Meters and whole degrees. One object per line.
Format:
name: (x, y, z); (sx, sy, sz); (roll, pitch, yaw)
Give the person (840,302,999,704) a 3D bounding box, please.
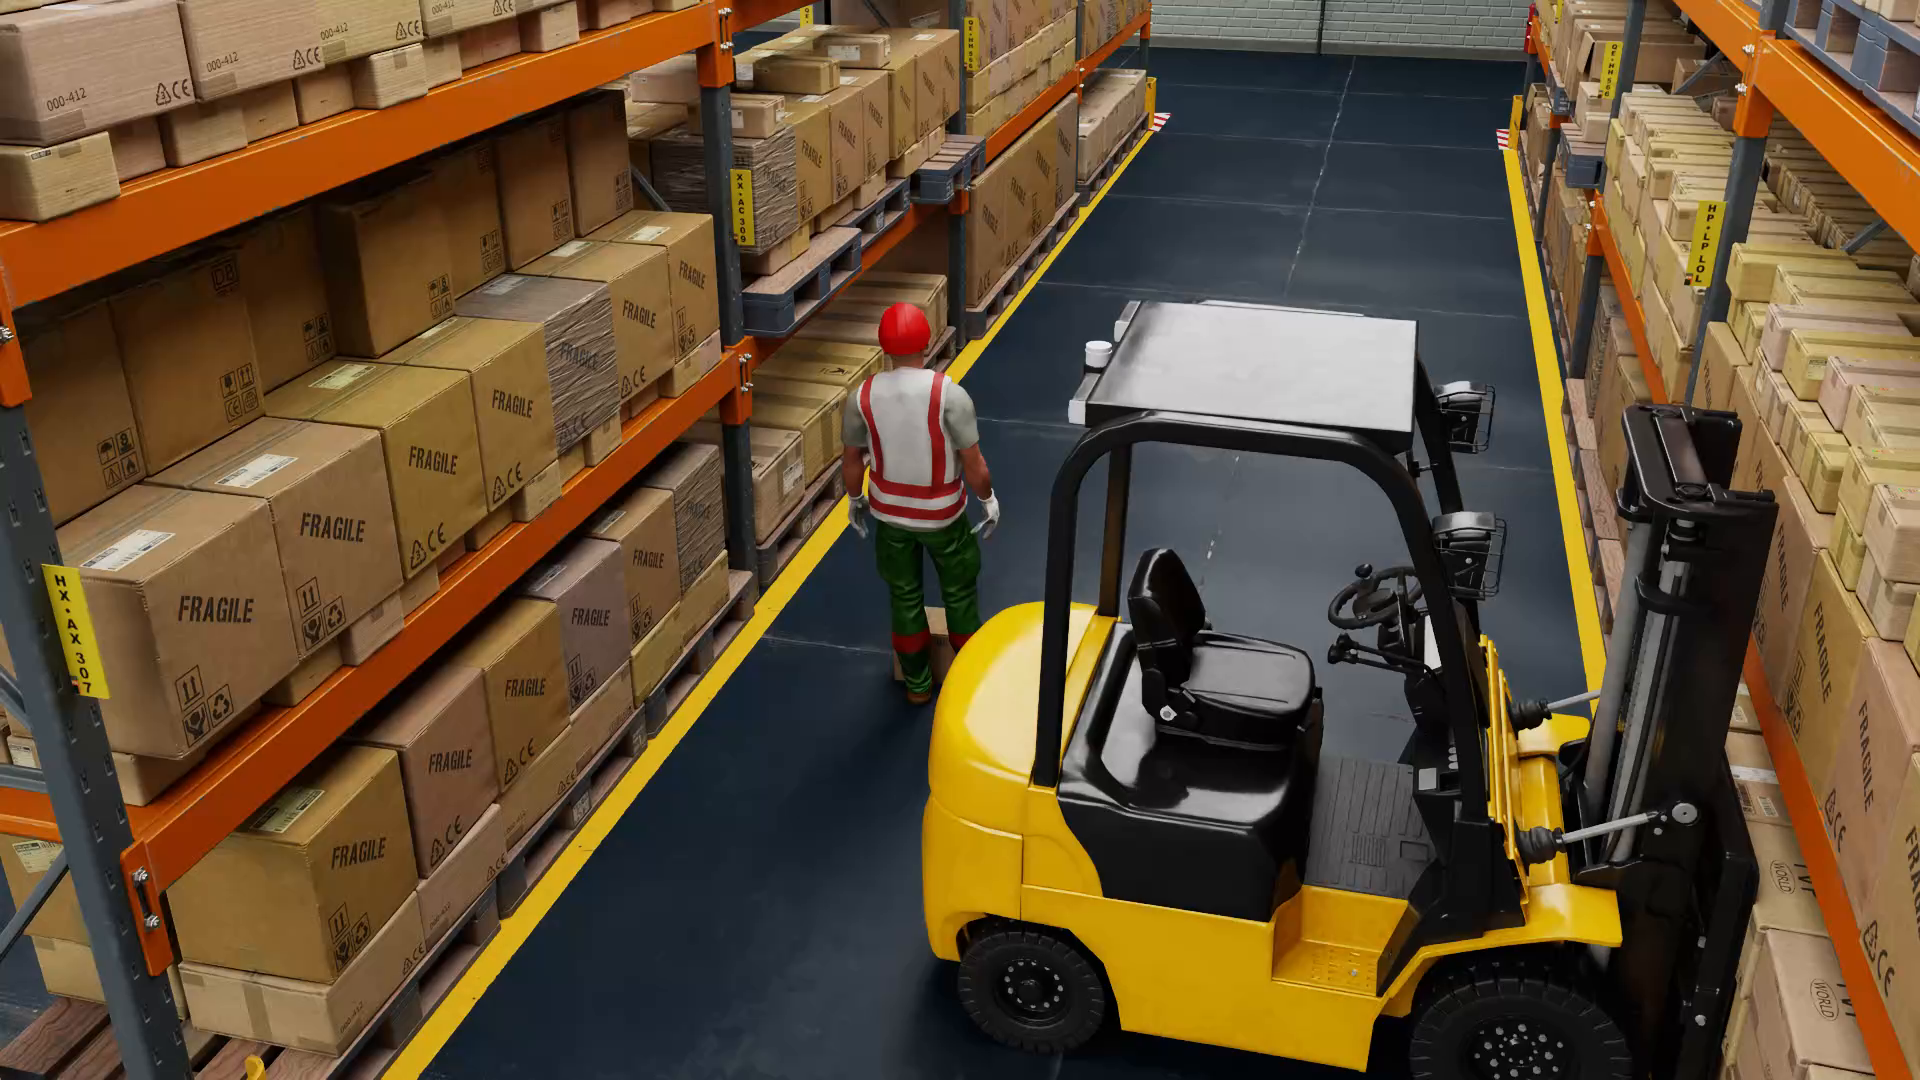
person: (-0.144, -0.155, 6.889); (0.638, 1.787, 0.564); (5, 26, 11)
